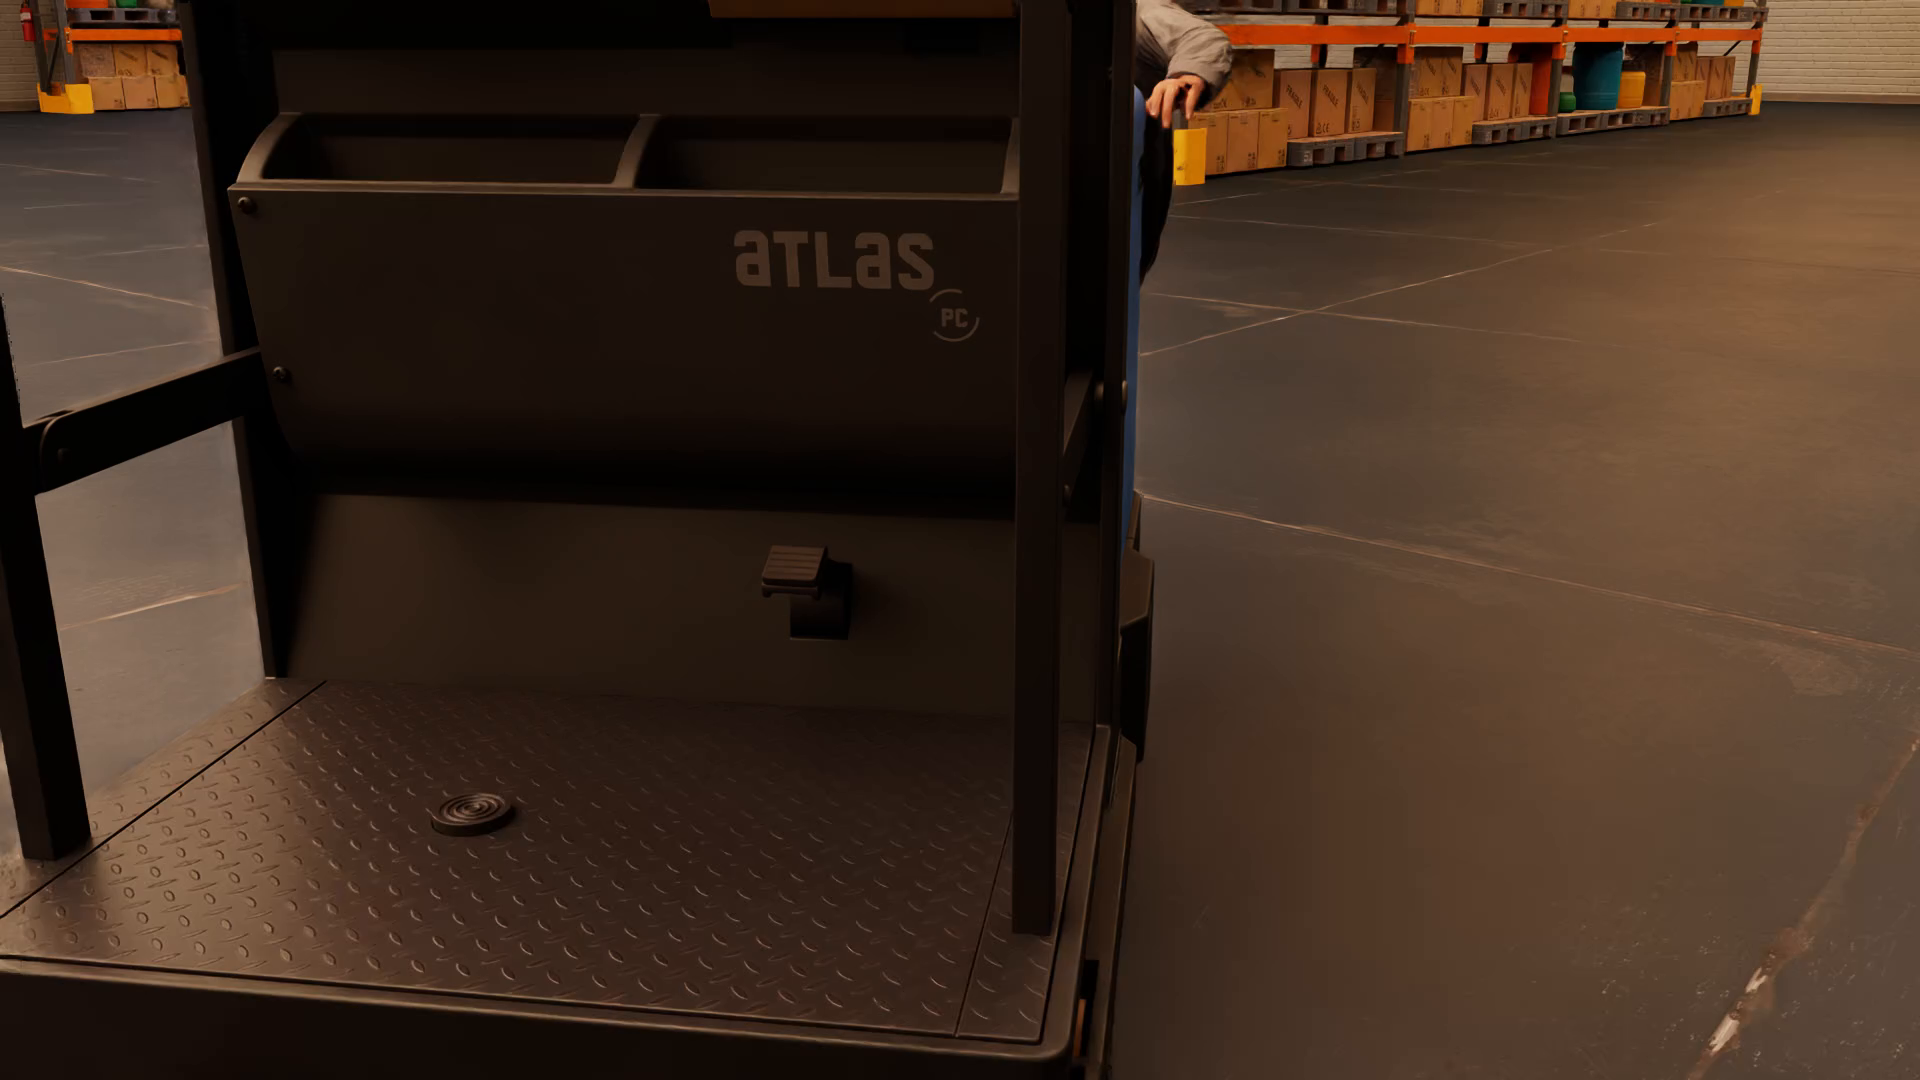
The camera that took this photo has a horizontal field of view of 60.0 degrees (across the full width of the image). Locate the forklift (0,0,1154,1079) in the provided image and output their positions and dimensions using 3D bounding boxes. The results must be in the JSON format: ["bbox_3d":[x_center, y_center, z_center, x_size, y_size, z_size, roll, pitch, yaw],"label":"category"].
[{"bbox_3d":[-0.384,-0.802,1.539,1.130,2.935,3.031,2,17,8],"label":"forklift"}]

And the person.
[{"bbox_3d":[0.047,-0.663,3.644,1.350,1.479,0.835,11,20,32],"label":"person"}]
